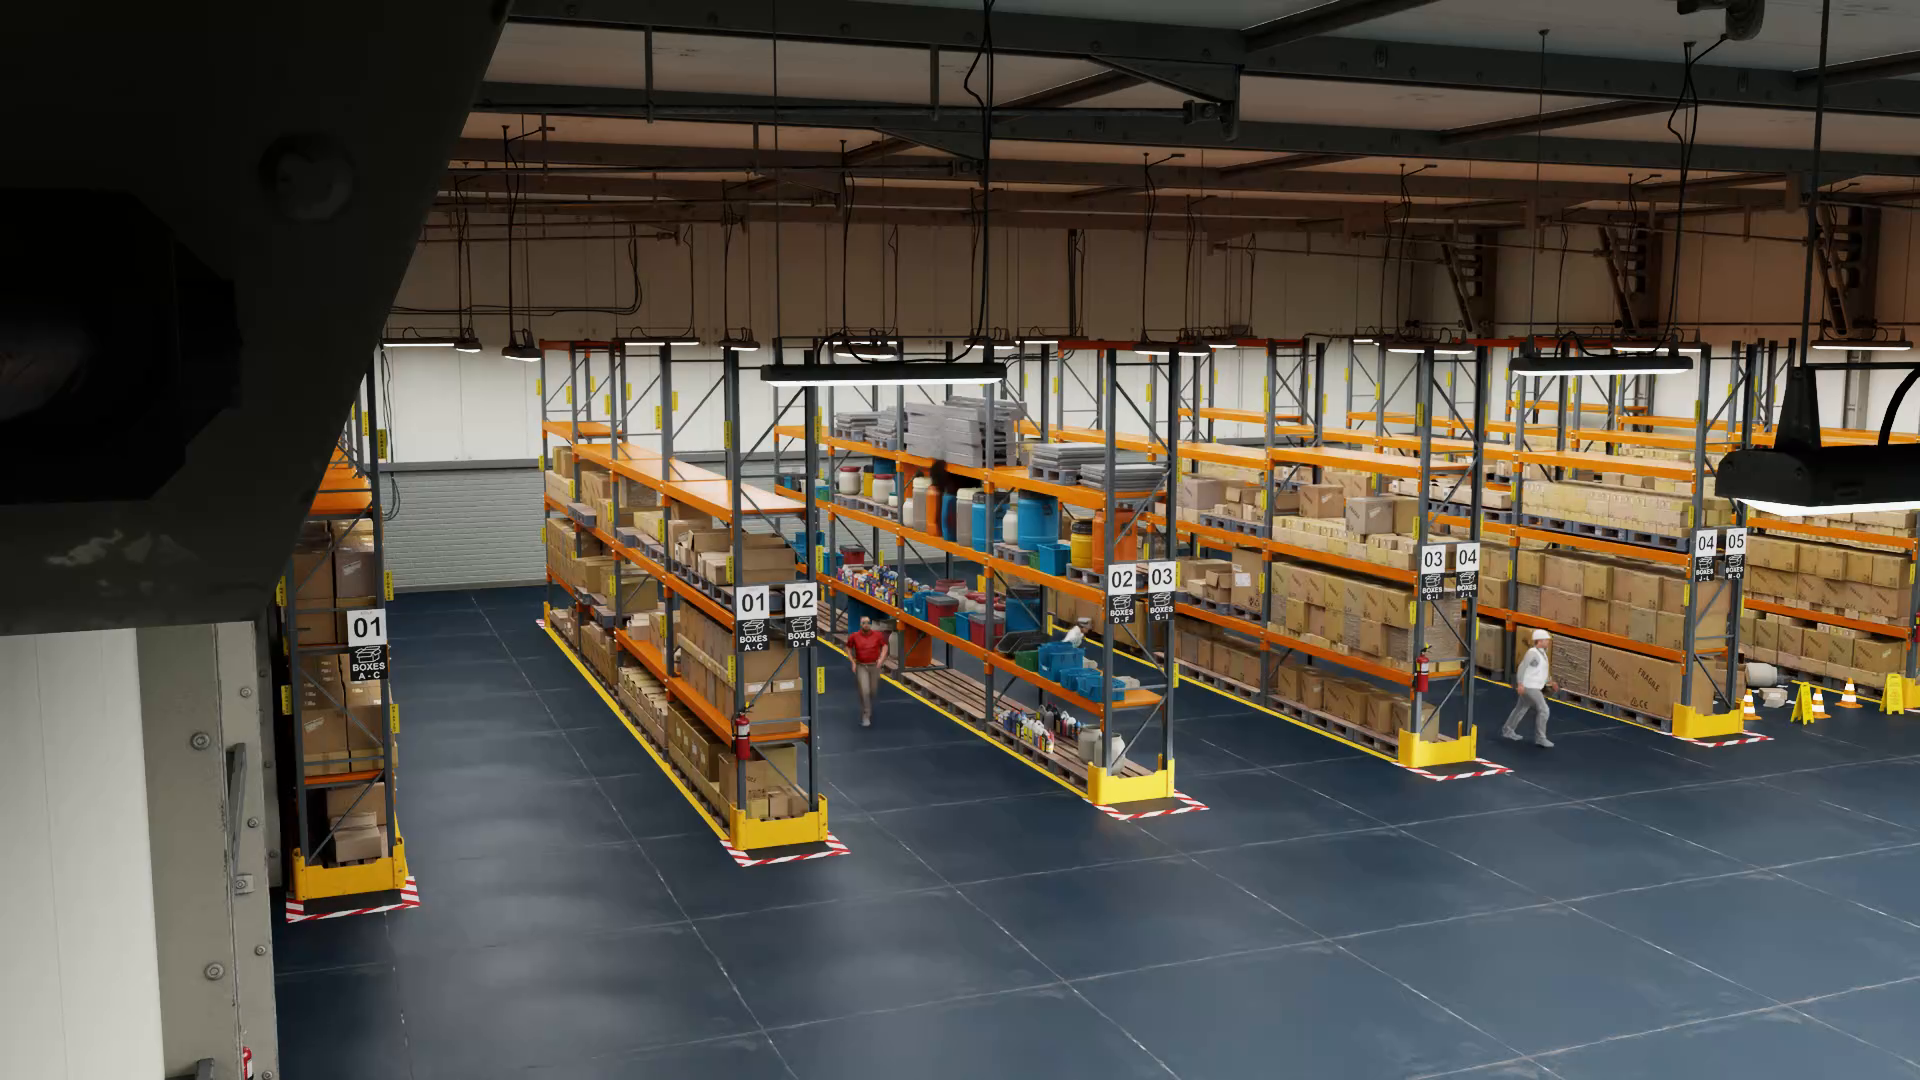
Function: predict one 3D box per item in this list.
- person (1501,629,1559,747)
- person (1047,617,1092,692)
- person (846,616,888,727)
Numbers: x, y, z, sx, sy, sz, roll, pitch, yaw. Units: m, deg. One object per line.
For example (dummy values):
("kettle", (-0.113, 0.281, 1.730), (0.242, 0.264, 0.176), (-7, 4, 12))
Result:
("person", (8.606, 2.190, 25.081), (0.792, 1.728, 0.585), (4, 8, 26))
("person", (1.718, 1.993, 28.050), (1.102, 1.464, 0.608), (4, 9, 31))
("person", (-1.486, 2.054, 26.518), (0.666, 1.747, 0.802), (-1, 8, -9))
